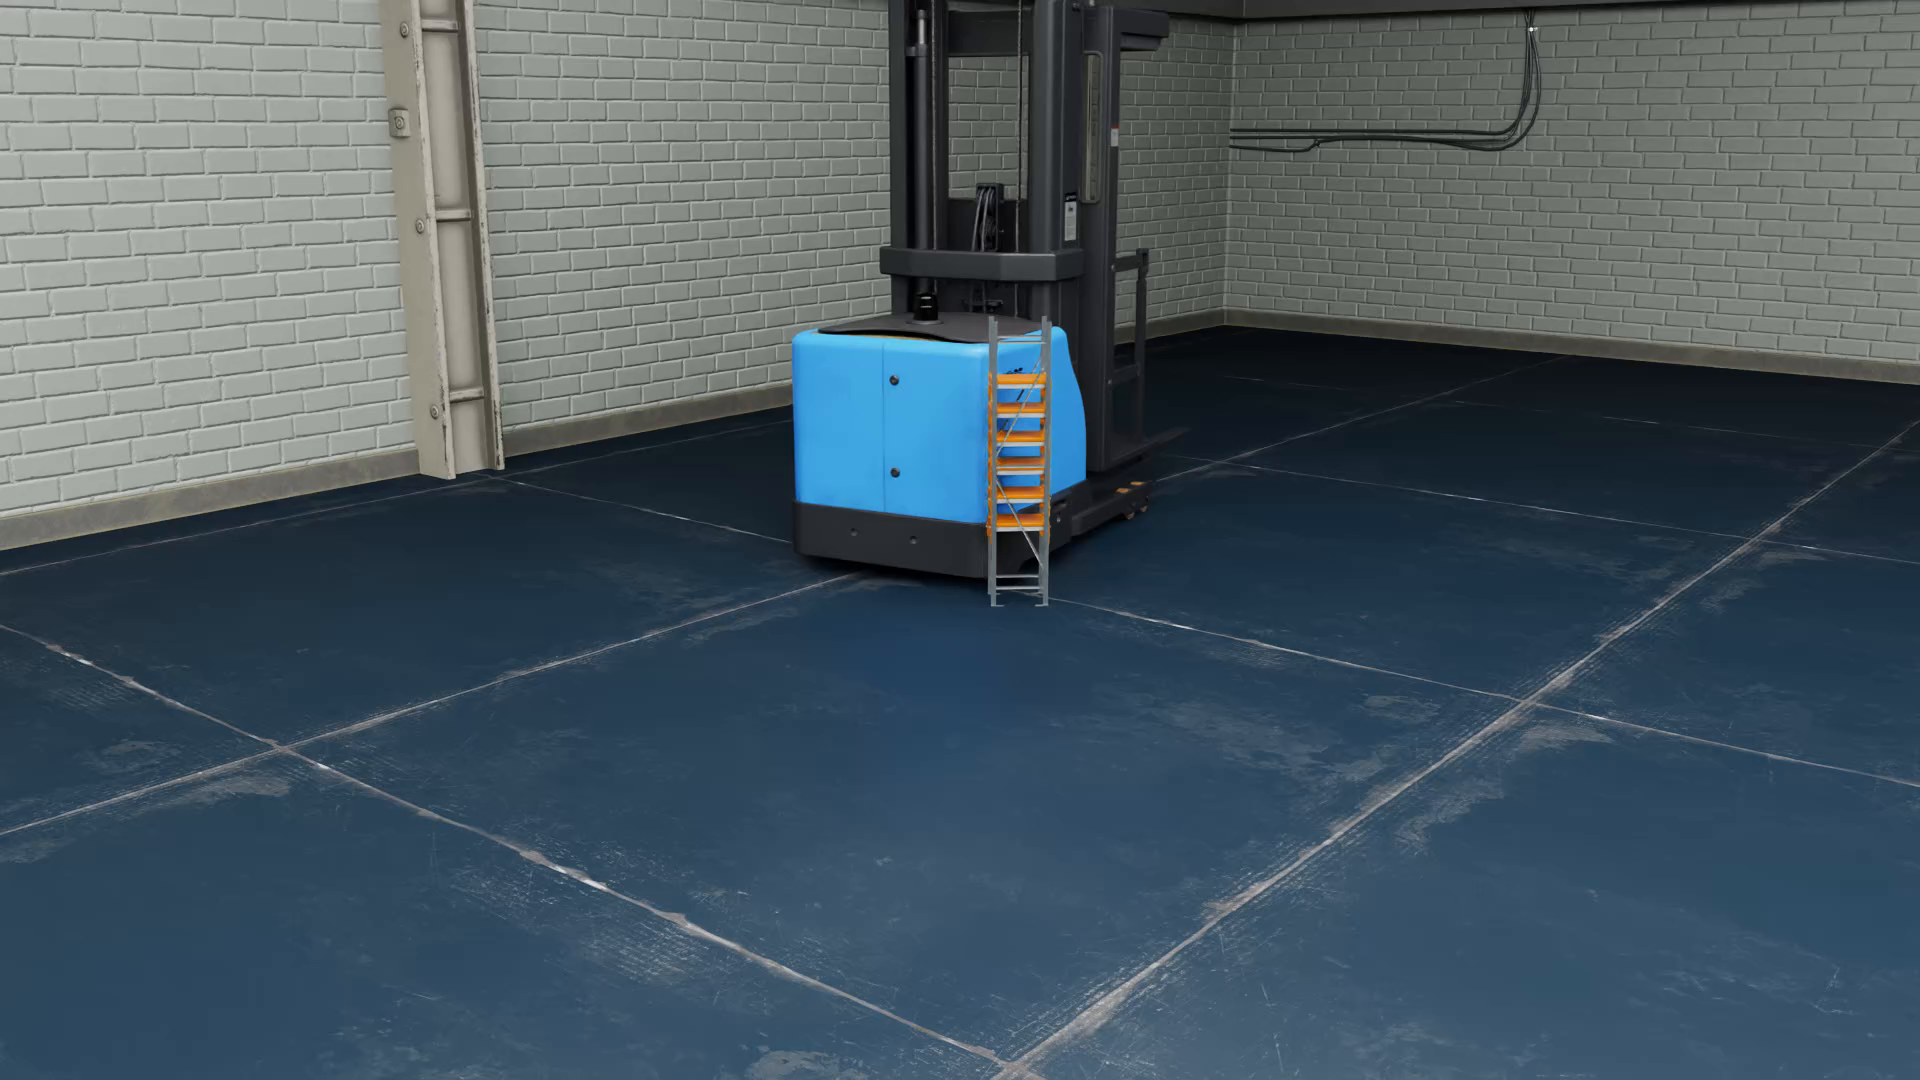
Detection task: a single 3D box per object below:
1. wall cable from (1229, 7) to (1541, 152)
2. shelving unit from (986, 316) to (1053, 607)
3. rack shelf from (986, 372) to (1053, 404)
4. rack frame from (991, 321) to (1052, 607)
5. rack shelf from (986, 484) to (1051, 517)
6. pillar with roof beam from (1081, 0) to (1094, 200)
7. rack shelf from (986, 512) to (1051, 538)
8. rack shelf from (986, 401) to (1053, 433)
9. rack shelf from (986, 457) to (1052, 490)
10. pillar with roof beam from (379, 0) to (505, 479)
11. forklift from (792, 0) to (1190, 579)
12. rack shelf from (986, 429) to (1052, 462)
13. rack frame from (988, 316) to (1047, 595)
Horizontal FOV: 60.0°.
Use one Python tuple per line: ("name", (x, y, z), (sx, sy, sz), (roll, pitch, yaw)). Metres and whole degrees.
("wall cable", (3.737, -4.771, 14.935), (3.097, 2.526, 0.112), (11, 18, 38))
("shelving unit", (0.245, -0.323, 6.958), (0.258, 1.200, 0.189), (-1, 14, -3))
("rack shelf", (0.245, -0.629, 6.881), (0.258, 0.103, 0.180), (-1, 14, -3))
("rack frame", (0.251, -0.301, 6.869), (0.240, 1.200, 0.006), (-1, 14, -3))
("rack shelf", (0.245, -0.164, 6.998), (0.258, 0.103, 0.180), (-1, 14, -3))
("pillar with roof beam", (4.205, -5.251, 10.515), (9.100, 9.000, 0.400), (11, 18, 38))
("rack shelf", (0.245, -0.047, 7.028), (0.258, 0.103, 0.180), (-1, 14, -3))
("rack shelf", (0.245, -0.513, 6.910), (0.258, 0.103, 0.180), (-1, 14, -3))
("rack shelf", (0.245, -0.280, 6.969), (0.258, 0.103, 0.180), (-1, 14, -3))
("pillar with roof beam", (0.434, -4.102, 5.992), (9.100, 9.000, 0.400), (11, 18, 38))
("forklift", (0.361, -1.568, 8.341), (1.130, 2.935, 3.031), (7, 16, 27))
("rack shelf", (0.245, -0.396, 6.939), (0.258, 0.103, 0.180), (-1, 14, -3))
("rack frame", (0.240, -0.346, 7.047), (0.240, 1.200, 0.006), (-1, 14, -3))
